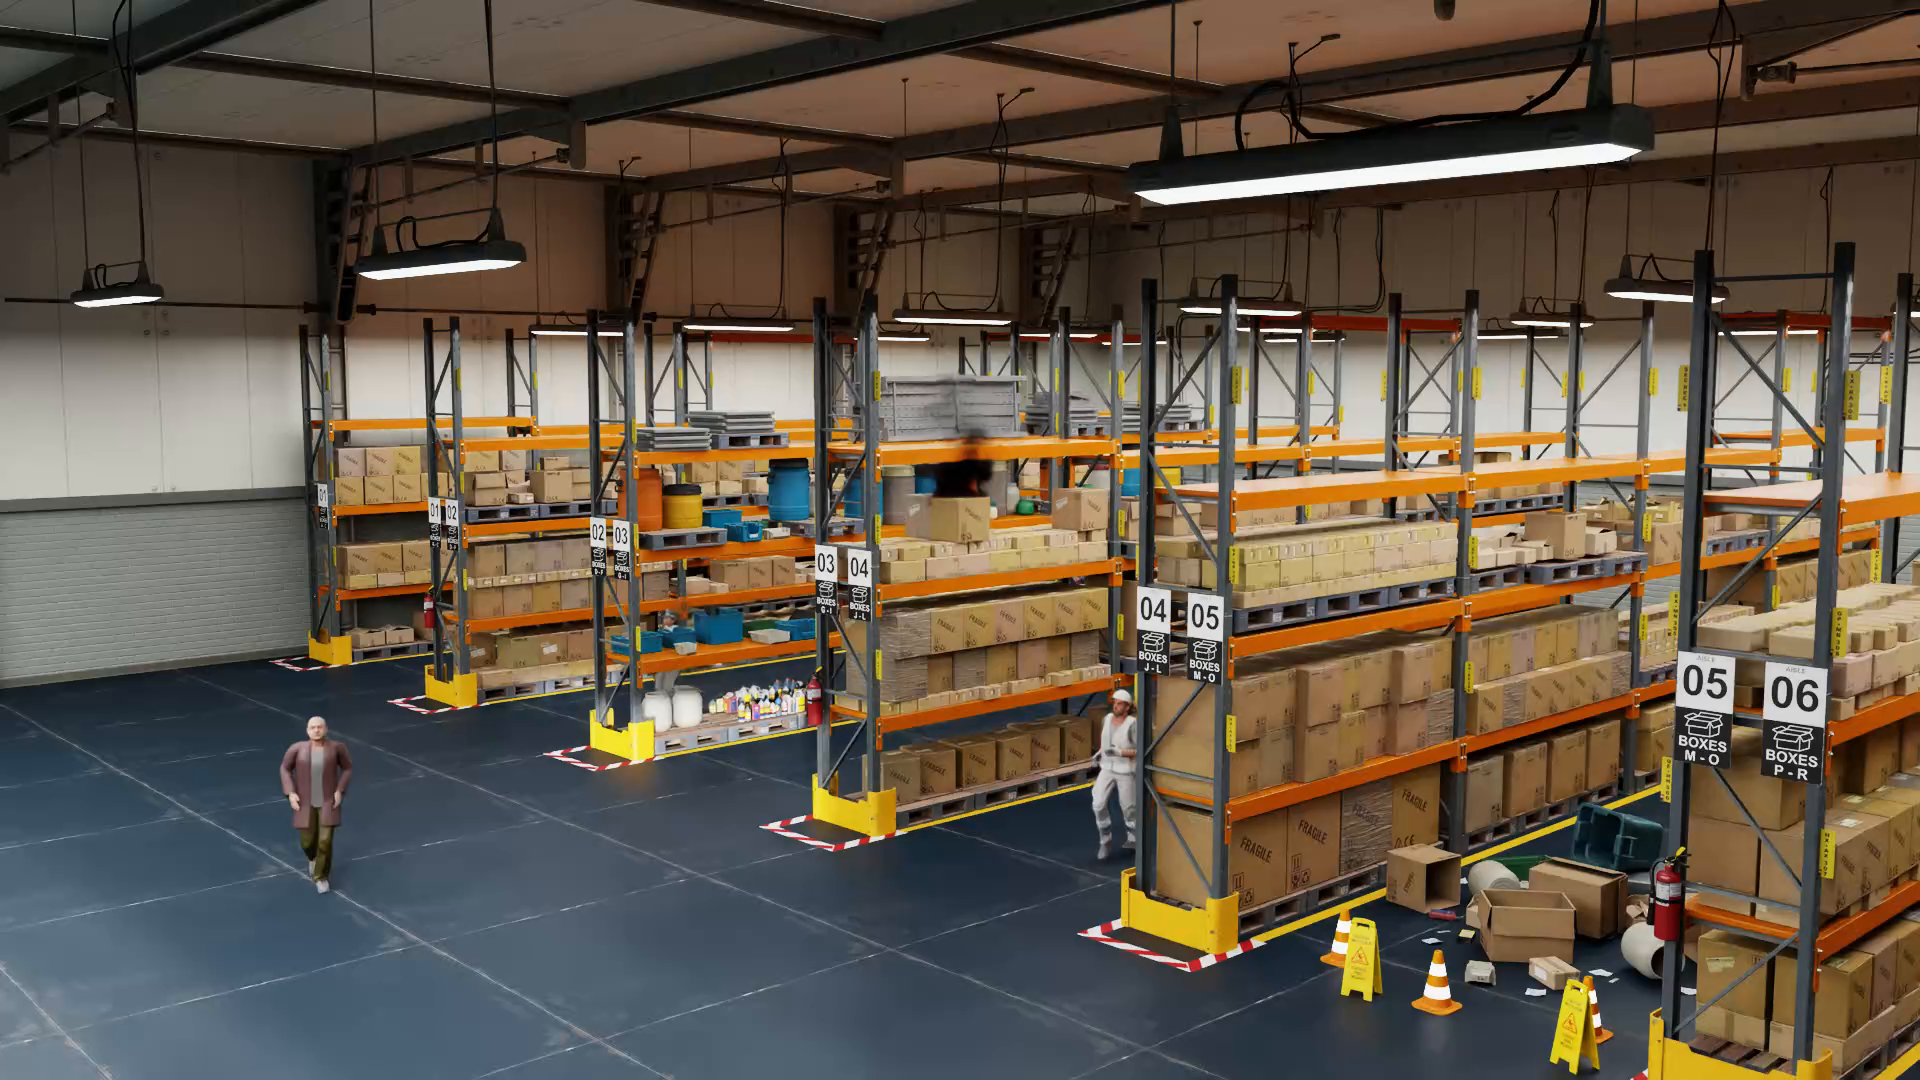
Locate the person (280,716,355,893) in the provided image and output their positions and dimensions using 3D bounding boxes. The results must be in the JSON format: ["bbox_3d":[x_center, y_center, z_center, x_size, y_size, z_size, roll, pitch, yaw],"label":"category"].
[{"bbox_3d":[-6.444,2.623,16.683,0.696,1.743,0.630,-2,6,-18],"label":"person"}]

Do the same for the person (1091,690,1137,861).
[{"bbox_3d":[1.667,2.496,17.668,0.644,1.828,0.748,4,7,31],"label":"person"}]

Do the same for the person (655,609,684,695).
[{"bbox_3d":[-4.301,1.848,24.854,0.655,1.667,0.618,-5,8,-41],"label":"person"}]

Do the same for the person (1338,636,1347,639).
[{"bbox_3d":[5.074,2.111,22.023,0.561,1.676,0.599,5,8,40],"label":"person"}]
